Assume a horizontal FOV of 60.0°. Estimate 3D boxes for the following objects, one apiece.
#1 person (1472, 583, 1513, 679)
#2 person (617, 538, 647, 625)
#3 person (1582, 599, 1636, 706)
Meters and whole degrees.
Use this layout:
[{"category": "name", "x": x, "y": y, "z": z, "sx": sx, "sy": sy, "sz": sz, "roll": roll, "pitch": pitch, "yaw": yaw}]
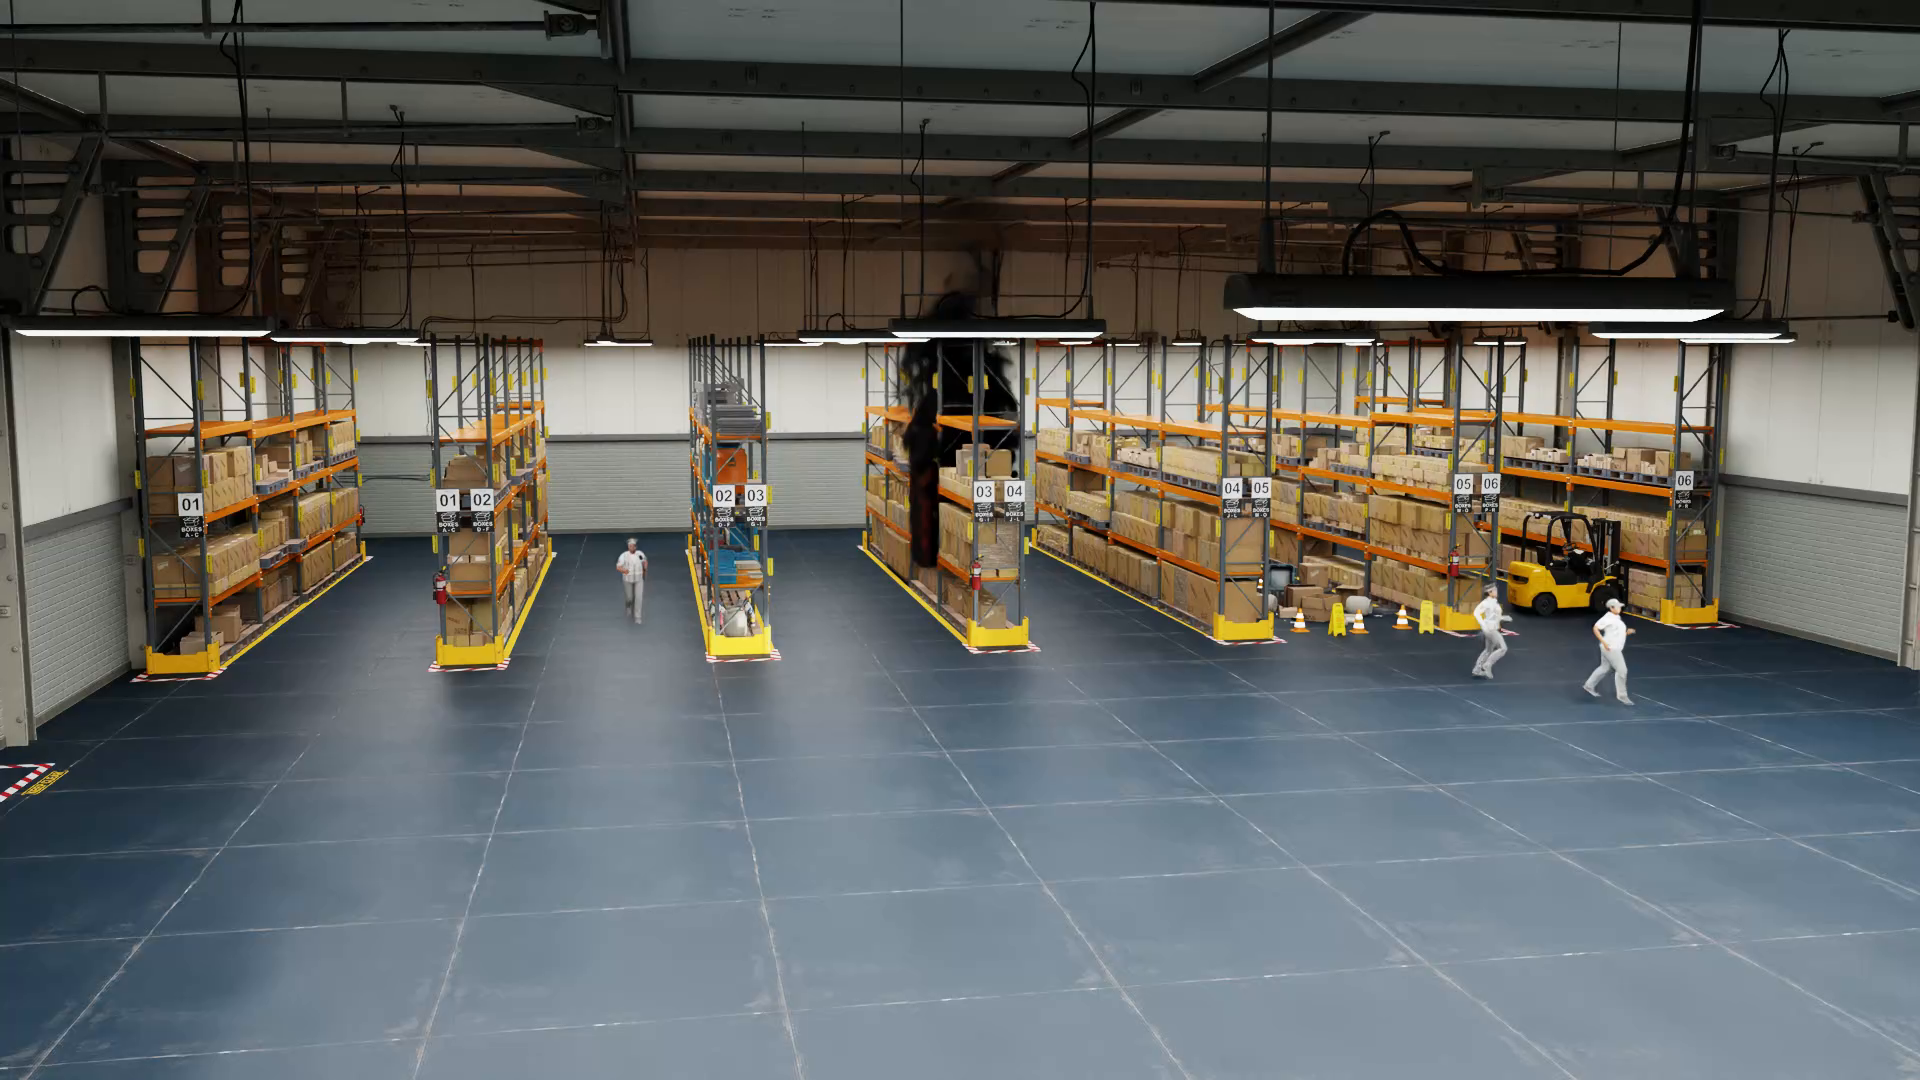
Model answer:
[{"category": "person", "x": 9.265, "y": 1.571, "z": 28.923, "sx": 0.649, "sy": 1.673, "sz": 0.583, "roll": 3, "pitch": 7, "yaw": 27}, {"category": "person", "x": -6.857, "y": 0.845, "z": 34.897, "sx": 0.664, "sy": 1.779, "sz": 0.954, "roll": -2, "pitch": 7, "yaw": -19}, {"category": "person", "x": 10.572, "y": 1.802, "z": 27.008, "sx": 0.819, "sy": 1.711, "sz": 0.587, "roll": 4, "pitch": 7, "yaw": 28}]
